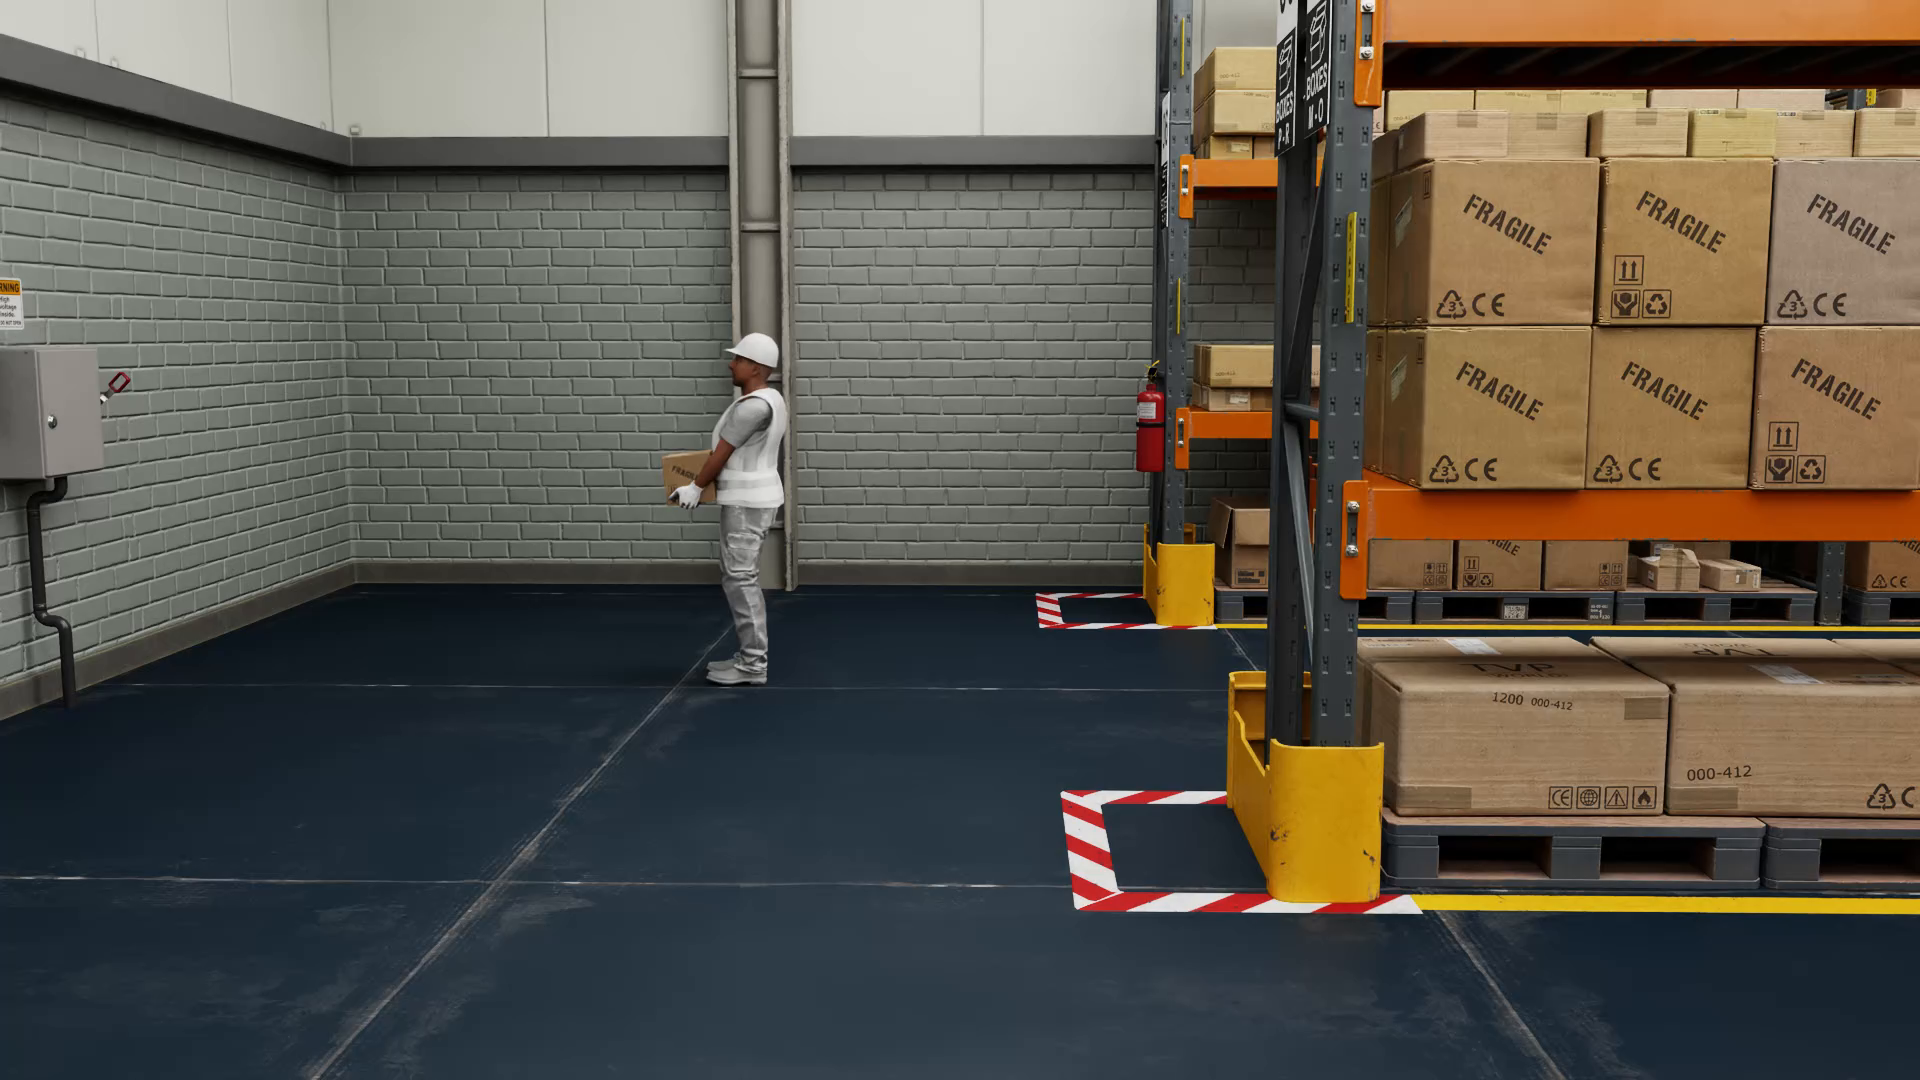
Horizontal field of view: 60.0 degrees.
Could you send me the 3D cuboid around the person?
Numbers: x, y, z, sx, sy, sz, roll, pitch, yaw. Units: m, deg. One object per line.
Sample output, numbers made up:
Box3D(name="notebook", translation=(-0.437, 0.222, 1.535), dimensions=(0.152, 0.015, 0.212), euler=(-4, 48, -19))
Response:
Box3D(name="person", translation=(-1.180, -0.162, 8.499), dimensions=(0.574, 1.778, 0.487), euler=(0, 7, 2))
